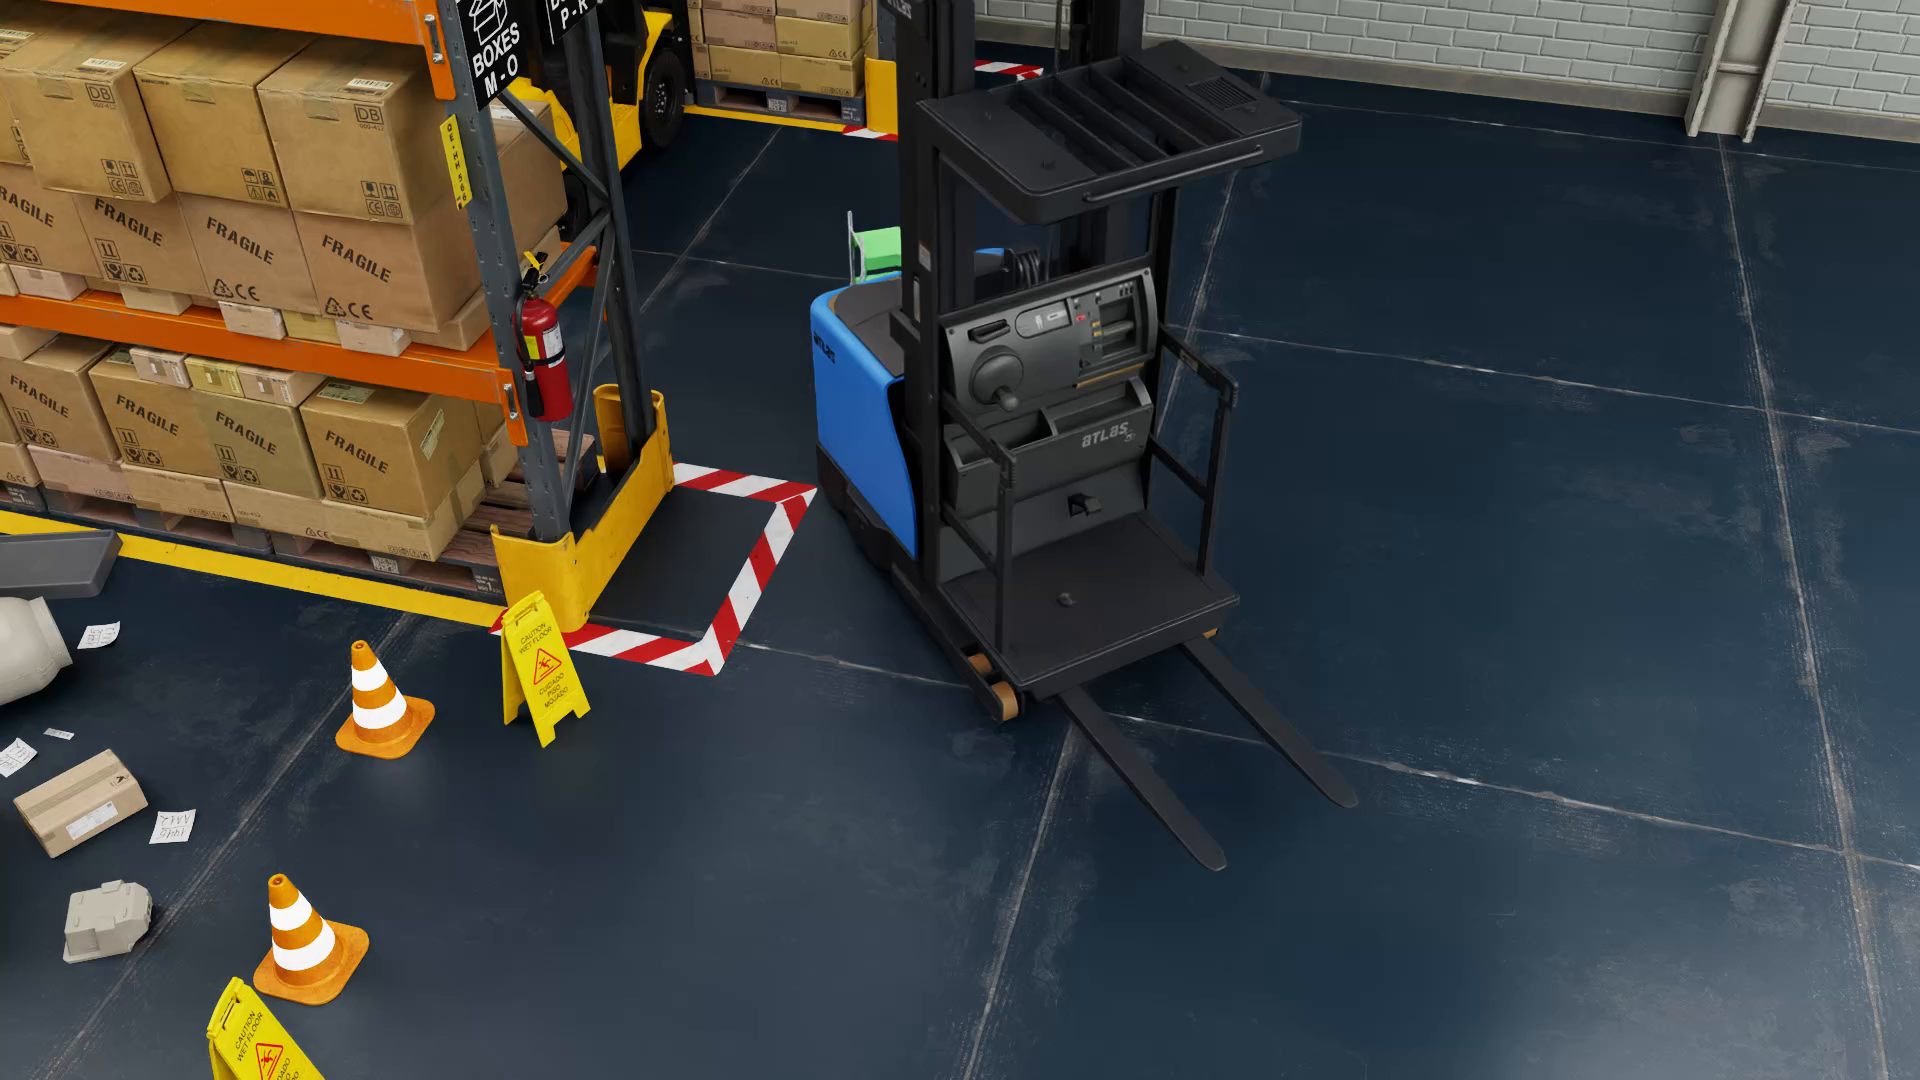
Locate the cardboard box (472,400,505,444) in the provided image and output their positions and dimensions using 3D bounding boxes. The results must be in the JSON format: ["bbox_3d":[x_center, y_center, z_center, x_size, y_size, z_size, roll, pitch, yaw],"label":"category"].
[{"bbox_3d":[-2.349,-0.815,7.641,0.500,0.500,0.500,8,41,10],"label":"cardboard box"}]

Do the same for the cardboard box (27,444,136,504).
[{"bbox_3d":[-3.951,-0.450,7.789,0.500,0.250,0.500,9,41,11],"label":"cardboard box"}]

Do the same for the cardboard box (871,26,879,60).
[{"bbox_3d":[-0.763,-3.506,11.429,0.500,0.250,0.500,10,41,12],"label":"cardboard box"}]

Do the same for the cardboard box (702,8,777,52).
[{"bbox_3d":[-1.372,-3.471,10.998,0.500,0.250,0.500,9,41,11],"label":"cardboard box"}]

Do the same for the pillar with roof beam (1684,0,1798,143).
[{"bbox_3d":[3.905,-3.496,4.940,0.400,9.000,9.100,10,41,11],"label":"pillar with roof beam"}]

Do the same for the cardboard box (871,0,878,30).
[{"bbox_3d":[-0.740,-3.702,11.273,0.500,0.250,0.500,10,41,12],"label":"cardboard box"}]

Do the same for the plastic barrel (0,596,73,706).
[{"bbox_3d":[-4.005,0.473,6.882,0.512,0.421,0.421,-24,46,-26],"label":"plastic barrel"}]

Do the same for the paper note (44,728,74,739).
[{"bbox_3d":[-3.695,0.795,6.820,0.123,0.001,0.032,10,41,11],"label":"paper note"}]

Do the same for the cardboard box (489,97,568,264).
[{"bbox_3d":[-2.004,-1.514,6.936,0.500,0.500,0.500,9,41,11],"label":"cardboard box"}]

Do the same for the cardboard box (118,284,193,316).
[{"bbox_3d":[-3.289,-1.113,6.963,0.250,0.149,0.380,9,41,11],"label":"cardboard box"}]

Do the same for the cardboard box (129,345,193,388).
[{"bbox_3d":[-3.328,-0.833,7.159,0.250,0.149,0.380,11,41,13],"label":"cardboard box"}]

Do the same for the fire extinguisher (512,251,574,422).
[{"bbox_3d":[-1.627,-0.776,6.426,0.183,0.674,0.296,10,41,11],"label":"fire extinguisher"}]

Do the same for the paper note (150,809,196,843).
[{"bbox_3d":[-3.046,1.106,6.434,0.142,0.019,0.148,-3,40,-4],"label":"paper note"}]

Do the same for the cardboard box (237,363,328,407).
[{"bbox_3d":[-2.832,-0.745,7.053,0.250,0.149,0.380,11,41,13],"label":"cardboard box"}]

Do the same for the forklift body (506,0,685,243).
[{"bbox_3d":[-2.642,-3.052,9.736,1.214,2.155,2.313,10,41,11],"label":"forklift body"}]

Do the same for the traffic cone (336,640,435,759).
[{"bbox_3d":[-2.367,0.591,6.712,0.334,0.463,0.336,10,41,11],"label":"traffic cone"}]

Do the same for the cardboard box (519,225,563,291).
[{"bbox_3d":[-1.893,-1.200,7.066,0.250,0.149,0.380,10,41,12],"label":"cardboard box"}]

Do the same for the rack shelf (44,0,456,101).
[{"bbox_3d":[-3.551,-2.316,6.427,4.000,0.370,1.077,10,41,11],"label":"rack shelf"}]

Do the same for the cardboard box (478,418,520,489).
[{"bbox_3d":[-2.326,-0.525,7.878,0.500,0.250,0.500,9,41,11],"label":"cardboard box"}]

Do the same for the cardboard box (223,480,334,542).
[{"bbox_3d":[-2.967,-0.277,7.583,0.500,0.250,0.500,10,41,12],"label":"cardboard box"}]

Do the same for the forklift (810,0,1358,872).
[{"bbox_3d":[0.471,-0.708,6.339,1.130,2.935,3.031,-20,44,-22],"label":"forklift"}]

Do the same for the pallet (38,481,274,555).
[{"bbox_3d":[-3.642,-0.417,8.107,1.213,0.211,1.003,10,41,11],"label":"pallet"}]

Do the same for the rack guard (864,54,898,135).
[{"bbox_3d":[-0.316,-3.234,11.237,0.348,0.500,1.175,10,41,11],"label":"rack guard"}]

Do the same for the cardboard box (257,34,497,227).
[{"bbox_3d":[-2.168,-1.595,6.255,0.500,0.500,0.700,9,41,10],"label":"cardboard box"}]

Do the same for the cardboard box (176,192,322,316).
[{"bbox_3d":[-2.697,-1.268,6.643,0.500,0.500,0.500,10,41,12],"label":"cardboard box"}]

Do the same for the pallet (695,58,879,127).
[{"bbox_3d":[-1.089,-3.229,11.455,1.213,0.211,1.003,10,41,11],"label":"pallet"}]

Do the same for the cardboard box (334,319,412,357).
[{"bbox_3d":[-2.308,-0.917,6.730,0.250,0.149,0.380,9,41,11],"label":"cardboard box"}]

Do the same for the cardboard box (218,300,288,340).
[{"bbox_3d":[-2.807,-0.997,6.825,0.250,0.149,0.380,10,41,12],"label":"cardboard box"}]

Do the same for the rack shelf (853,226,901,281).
[{"bbox_3d":[-0.247,-1.362,7.814,0.480,0.148,0.258,-12,42,-14],"label":"rack shelf"}]

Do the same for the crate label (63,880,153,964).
[{"bbox_3d":[-3.101,1.369,6.038,0.298,0.136,0.250,-10,41,-11],"label":"crate label"}]

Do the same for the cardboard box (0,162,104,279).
[{"bbox_3d":[-3.664,-1.450,6.859,0.500,0.500,0.500,10,41,12],"label":"cardboard box"}]

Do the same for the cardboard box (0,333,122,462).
[{"bbox_3d":[-3.962,-0.736,7.547,0.500,0.500,0.500,12,41,14],"label":"cardboard box"}]

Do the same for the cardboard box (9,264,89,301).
[{"bbox_3d":[-3.777,-1.185,7.048,0.250,0.149,0.380,10,41,11],"label":"cardboard box"}]

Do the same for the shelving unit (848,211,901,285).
[{"bbox_3d":[-0.248,-1.045,8.084,0.503,1.200,0.258,-12,42,-14],"label":"shelving unit"}]

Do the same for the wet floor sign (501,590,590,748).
[{"bbox_3d":[-1.712,0.487,6.693,0.232,0.644,0.267,24,46,26],"label":"wet floor sign"}]

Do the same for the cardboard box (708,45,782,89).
[{"bbox_3d":[-1.353,-3.273,11.151,0.500,0.250,0.500,10,41,11],"label":"cardboard box"}]

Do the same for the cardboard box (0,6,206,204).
[{"bbox_3d":[-3.175,-1.705,6.386,0.500,0.500,0.700,9,41,11],"label":"cardboard box"}]

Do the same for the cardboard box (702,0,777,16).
[{"bbox_3d":[-1.359,-3.650,10.822,0.500,0.250,0.500,10,41,12],"label":"cardboard box"}]

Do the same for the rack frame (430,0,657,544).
[{"bbox_3d":[-1.618,-1.111,6.765,0.127,3.000,1.000,10,41,11],"label":"rack frame"}]

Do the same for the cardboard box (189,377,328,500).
[{"bbox_3d":[-2.965,-0.562,7.339,0.500,0.500,0.500,11,41,13],"label":"cardboard box"}]

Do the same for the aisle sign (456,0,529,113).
[{"bbox_3d":[-1.634,-1.916,5.702,0.004,0.787,0.394,10,41,11],"label":"aisle sign"}]
